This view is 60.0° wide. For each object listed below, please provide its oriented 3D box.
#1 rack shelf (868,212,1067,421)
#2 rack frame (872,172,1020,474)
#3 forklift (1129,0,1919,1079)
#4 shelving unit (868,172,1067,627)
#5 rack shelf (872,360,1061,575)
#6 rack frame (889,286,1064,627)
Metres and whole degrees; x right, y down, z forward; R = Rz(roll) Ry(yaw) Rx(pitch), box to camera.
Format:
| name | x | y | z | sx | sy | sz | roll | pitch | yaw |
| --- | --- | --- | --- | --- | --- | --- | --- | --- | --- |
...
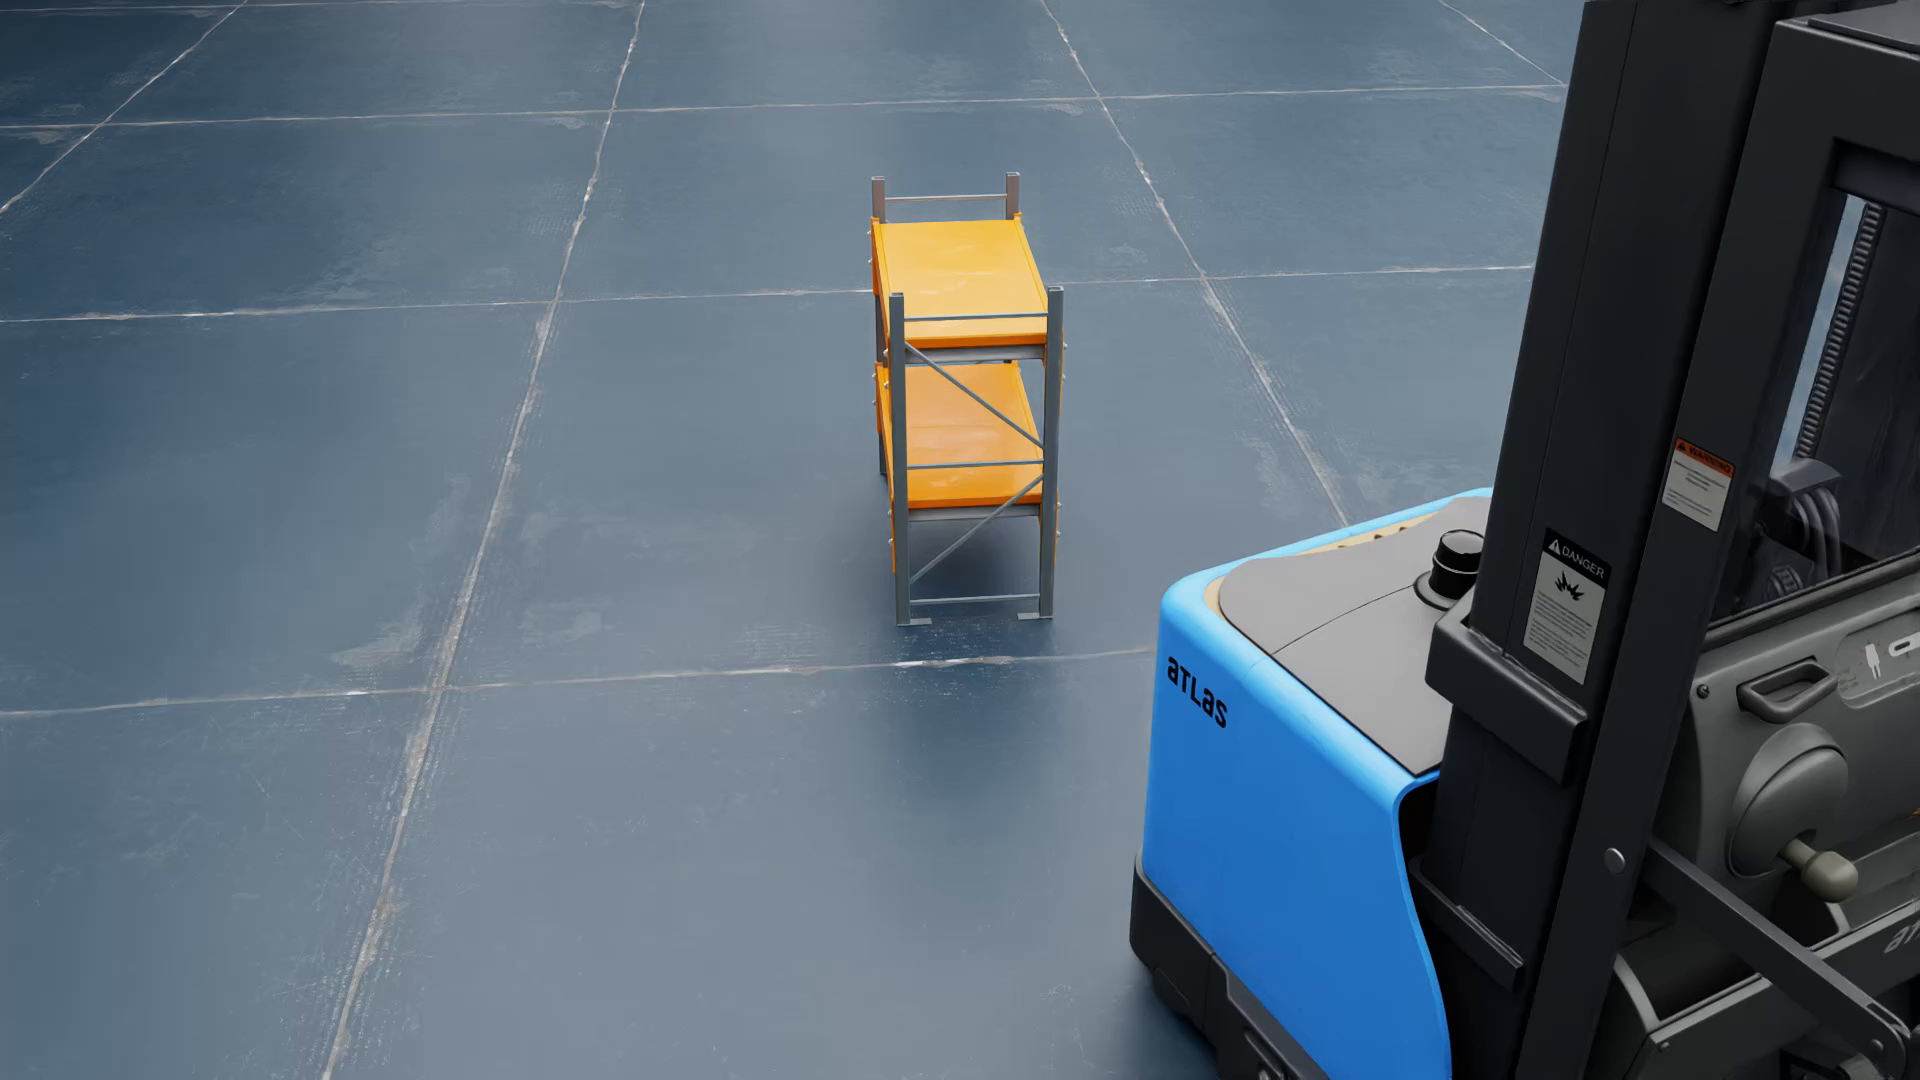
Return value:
| name | x | y | z | sx | sy | sz | roll | pitch | yaw |
| --- | --- | --- | --- | --- | --- | --- | --- | --- | --- |
| rack shelf | -0.001 | -0.738 | 5.317 | 0.538 | 0.278 | 1.000 | -3 | 31 | -5 |
| rack frame | -0.048 | -0.746 | 5.902 | 0.500 | 1.125 | 0.032 | -3 | 31 | -5 |
| forklift | 1.542 | 0.303 | 2.384 | 1.130 | 2.935 | 3.031 | -15 | 34 | -24 |
| shelving unit | -0.001 | -0.486 | 5.467 | 0.538 | 1.125 | 1.048 | -3 | 31 | -5 |
| rack shelf | -0.001 | -0.276 | 5.593 | 0.538 | 0.278 | 1.000 | -3 | 31 | -5 |
| rack frame | 0.047 | -0.227 | 5.033 | 0.500 | 1.125 | 0.032 | -3 | 31 | -5 |
